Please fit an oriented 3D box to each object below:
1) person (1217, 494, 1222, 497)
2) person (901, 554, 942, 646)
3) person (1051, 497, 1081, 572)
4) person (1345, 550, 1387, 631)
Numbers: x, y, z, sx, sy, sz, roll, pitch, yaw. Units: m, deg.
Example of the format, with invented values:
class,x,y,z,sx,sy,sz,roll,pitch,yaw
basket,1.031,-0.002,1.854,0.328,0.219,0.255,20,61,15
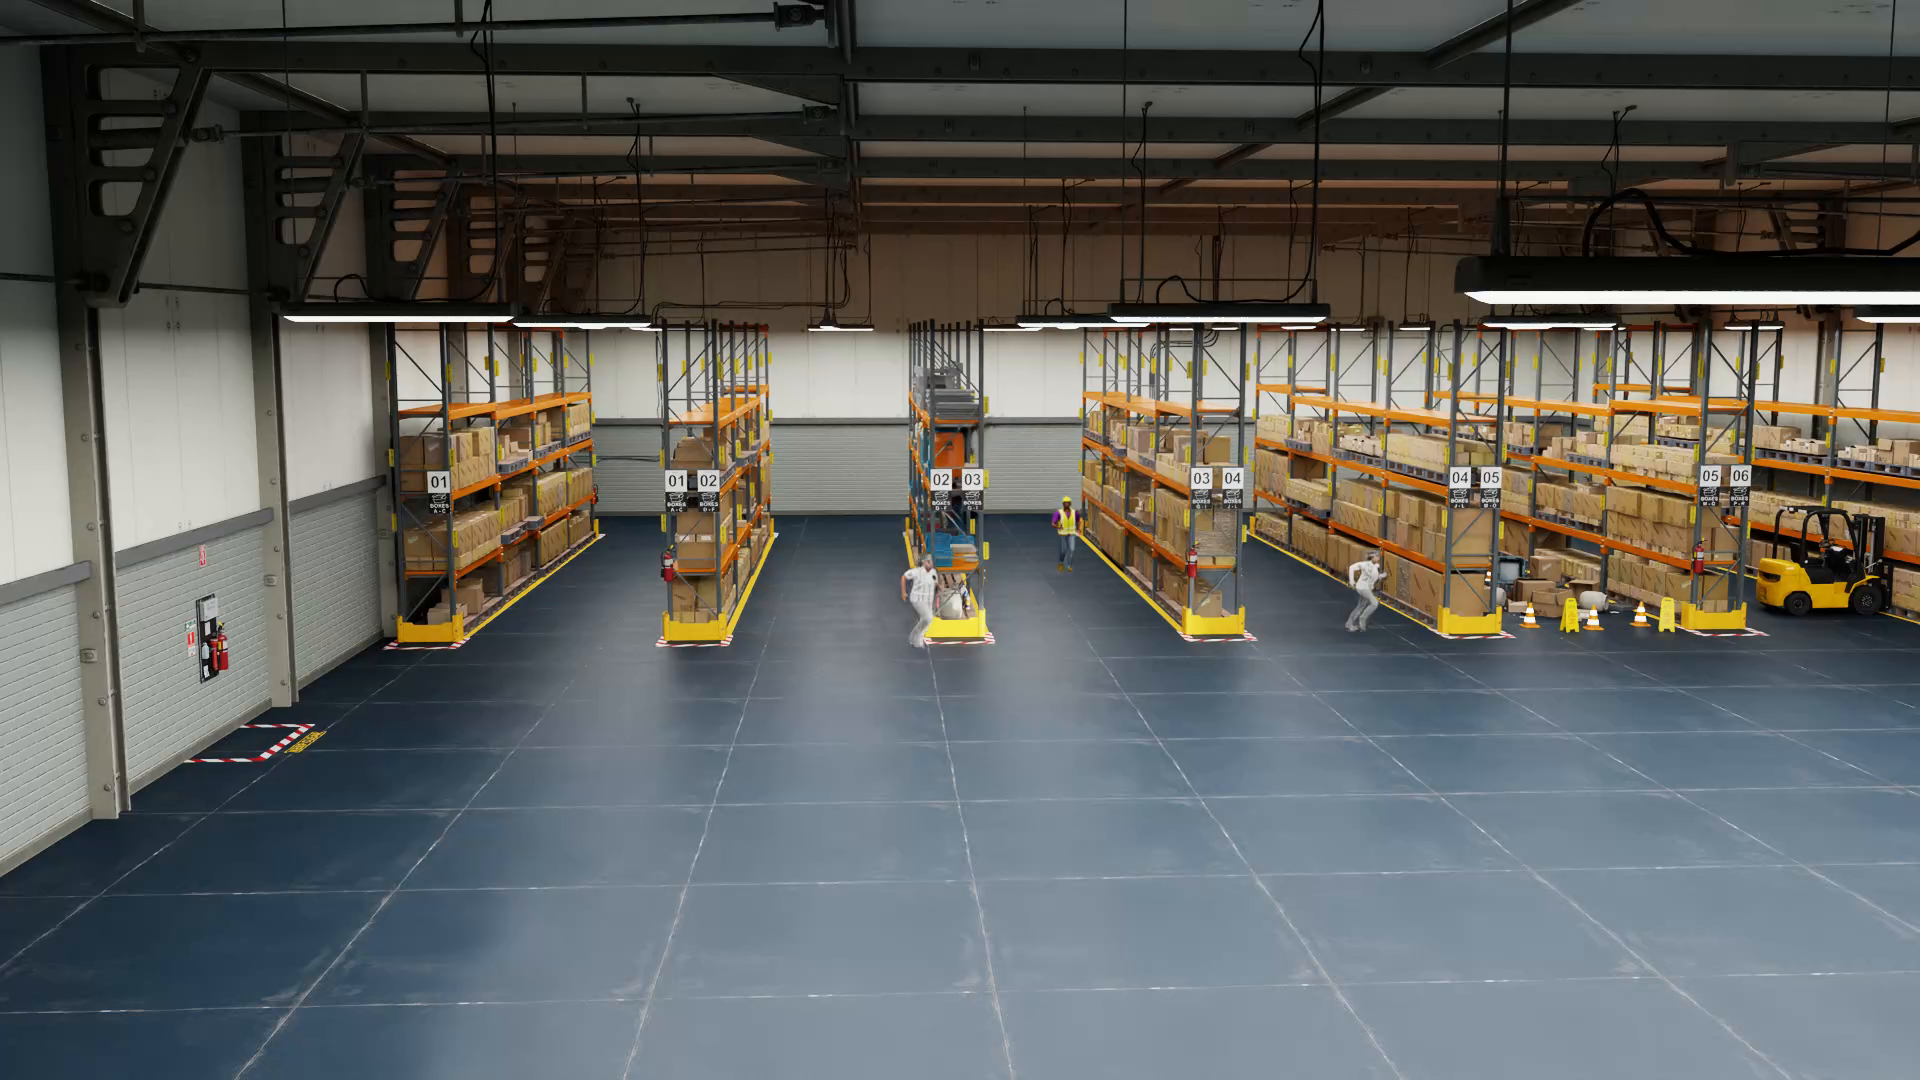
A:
class,x,y,z,sx,sy,sz,roll,pitch,yaw
person,7.261,-0.823,46.537,0.638,1.625,0.504,0,7,3
person,-0.660,1.104,30.375,0.702,1.730,0.767,-7,10,-44
person,2.470,-0.115,38.260,0.714,1.747,0.691,-1,7,-9
person,7.790,0.959,31.949,0.838,1.608,0.599,6,10,42
